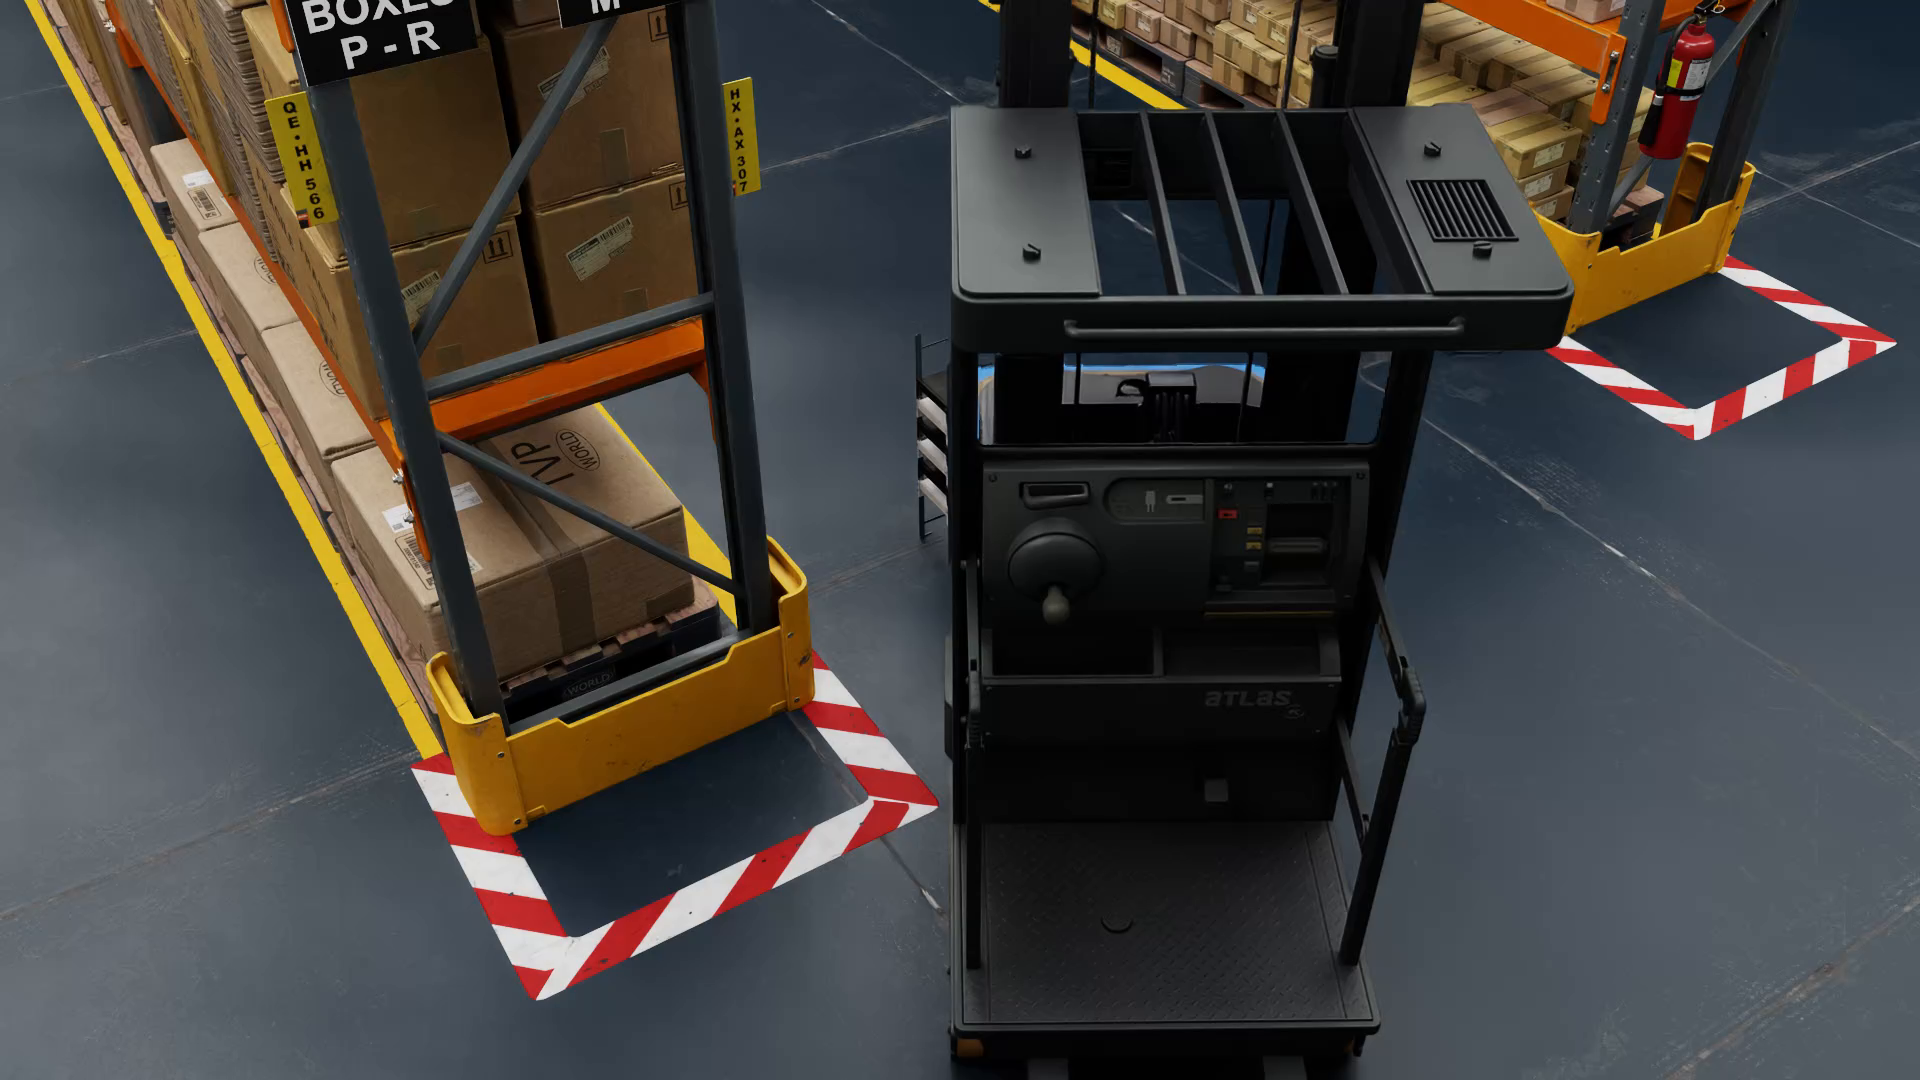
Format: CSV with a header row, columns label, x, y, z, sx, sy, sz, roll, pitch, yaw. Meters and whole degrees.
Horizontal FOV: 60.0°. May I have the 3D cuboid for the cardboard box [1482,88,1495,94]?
label,x,y,z,sx,sy,sz,roll,pitch,yaw
cardboard box,2.685,-2.104,8.098,0.380,0.149,0.250,-22,44,-24

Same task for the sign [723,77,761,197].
label,x,y,z,sx,sy,sz,roll,pitch,yaw
sign,-0.591,-1.076,4.460,0.100,0.325,0.005,-22,45,-24

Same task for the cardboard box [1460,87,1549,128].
label,x,y,z,sx,sy,sz,roll,pitch,yaw
cardboard box,2.472,-1.932,7.660,0.380,0.149,0.250,-21,44,-24

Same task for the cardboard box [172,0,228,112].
label,x,y,z,sx,sy,sz,roll,pitch,yaw
cardboard box,-2.092,-1.666,5.047,0.500,0.500,0.500,-22,45,-25

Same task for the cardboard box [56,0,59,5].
label,x,y,z,sx,sy,sz,roll,pitch,yaw
cardboard box,-5.063,-3.787,9.783,0.875,0.875,0.875,-23,45,-25

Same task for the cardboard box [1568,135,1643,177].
label,x,y,z,sx,sy,sz,roll,pitch,yaw
cardboard box,2.991,-1.835,7.776,0.380,0.149,0.250,-20,44,-23

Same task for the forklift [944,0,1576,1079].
label,x,y,z,sx,sy,sz,roll,pitch,yaw
forklift,0.524,0.081,3.863,1.130,2.935,3.031,0,40,0

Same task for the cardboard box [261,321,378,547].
label,x,y,z,sx,sy,sz,roll,pitch,yaw
cardboard box,-2.001,-0.515,6.198,0.875,0.438,0.875,-21,44,-23

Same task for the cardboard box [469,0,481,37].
label,x,y,z,sx,sy,sz,roll,pitch,yaw
cardboard box,-1.424,-1.322,4.127,0.380,0.149,0.250,-22,44,-24

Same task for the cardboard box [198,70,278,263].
label,x,y,z,sx,sy,sz,roll,pitch,yaw
cardboard box,-2.087,-1.283,5.369,0.500,0.500,0.500,-21,44,-23

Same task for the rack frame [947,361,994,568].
label,x,y,z,sx,sy,sz,roll,pitch,yaw
rack frame,0.059,-0.286,5.891,0.240,0.900,0.006,-22,45,-24

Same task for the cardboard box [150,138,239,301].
label,x,y,z,sx,sy,sz,roll,pitch,yaw
cardboard box,-2.966,-1.485,7.363,0.875,0.438,0.875,-23,45,-25

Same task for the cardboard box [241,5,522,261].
label,x,y,z,sx,sy,sz,roll,pitch,yaw
cardboard box,-1.523,-1.126,4.399,0.500,0.500,0.500,-21,44,-23

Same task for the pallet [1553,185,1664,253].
label,x,y,z,sx,sy,sz,roll,pitch,yaw
pallet,2.609,-1.704,8.130,1.003,0.211,1.213,-22,45,-24

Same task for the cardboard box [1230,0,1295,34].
label,x,y,z,sx,sy,sz,roll,pitch,yaw
cardboard box,1.636,-2.774,8.670,0.380,0.149,0.250,-24,45,-26

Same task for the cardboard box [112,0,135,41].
label,x,y,z,sx,sy,sz,roll,pitch,yaw
cardboard box,-3.182,-2.379,6.684,0.500,0.500,0.500,-21,44,-23

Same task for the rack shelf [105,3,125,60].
label,x,y,z,sx,sy,sz,roll,pitch,yaw
rack shelf,-4.289,-3.487,8.654,1.077,0.370,4.000,-22,45,-24

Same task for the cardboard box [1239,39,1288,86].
label,x,y,z,sx,sy,sz,roll,pitch,yaw
cardboard box,1.668,-2.489,8.561,0.380,0.149,0.250,-22,44,-24

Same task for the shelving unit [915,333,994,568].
label,x,y,z,sx,sy,sz,roll,pitch,yaw
shelving unit,0.004,-0.341,5.957,0.258,0.900,0.210,-22,45,-24

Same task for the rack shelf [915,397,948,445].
label,x,y,z,sx,sy,sz,roll,pitch,yaw
rack shelf,0.004,-0.454,5.863,0.258,0.077,0.200,-22,45,-24

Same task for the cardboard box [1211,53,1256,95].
label,x,y,z,sx,sy,sz,roll,pitch,yaw
cardboard box,1.563,-2.515,8.824,0.380,0.149,0.250,-23,45,-26

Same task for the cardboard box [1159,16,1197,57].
label,x,y,z,sx,sy,sz,roll,pitch,yaw
cardboard box,1.330,-2.822,9.192,0.380,0.149,0.250,-23,45,-25

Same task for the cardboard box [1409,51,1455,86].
label,x,y,z,sx,sy,sz,roll,pitch,yaw
cardboard box,2.139,-2.190,7.969,0.380,0.149,0.250,-24,45,-26

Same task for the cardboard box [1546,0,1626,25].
label,x,y,z,sx,sy,sz,roll,pitch,yaw
cardboard box,2.643,-2.266,6.822,0.380,0.149,0.250,-22,45,-24

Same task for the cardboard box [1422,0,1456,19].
label,x,y,z,sx,sy,sz,roll,pitch,yaw
cardboard box,2.337,-2.682,8.559,0.380,0.149,0.250,-22,44,-24

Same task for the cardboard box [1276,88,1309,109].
label,x,y,z,sx,sy,sz,roll,pitch,yaw
cardboard box,1.841,-2.238,8.491,0.380,0.149,0.250,-21,44,-24

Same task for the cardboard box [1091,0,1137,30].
label,x,y,z,sx,sy,sz,roll,pitch,yaw
cardboard box,0.974,-3.058,9.476,0.380,0.149,0.250,-21,44,-23

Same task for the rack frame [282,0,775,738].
label,x,y,z,sx,sy,sz,roll,pitch,yaw
rack frame,-1.063,-0.525,4.537,1.000,3.000,0.127,-22,45,-24

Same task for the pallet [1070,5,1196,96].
label,x,y,z,sx,sy,sz,roll,pitch,yaw
pallet,1.297,-3.021,9.711,1.003,0.211,1.213,-22,45,-24

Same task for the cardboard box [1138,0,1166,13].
label,x,y,z,sx,sy,sz,roll,pitch,yaw
cardboard box,1.204,-3.092,9.284,0.380,0.149,0.250,-22,45,-25

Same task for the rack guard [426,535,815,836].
label,x,y,z,sx,sy,sz,roll,pitch,yaw
rack guard,-1.050,0.448,5.322,1.175,0.500,0.348,-22,45,-24

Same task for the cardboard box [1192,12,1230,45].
label,x,y,z,sx,sy,sz,roll,pitch,yaw
cardboard box,1.475,-2.789,8.921,0.380,0.149,0.250,-20,44,-22

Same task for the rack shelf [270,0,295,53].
label,x,y,z,sx,sy,sz,roll,pitch,yaw
rack shelf,-2.138,-2.481,5.103,1.077,0.370,4.000,-22,45,-24

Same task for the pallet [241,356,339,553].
label,x,y,z,sx,sy,sz,roll,pitch,yaw
pallet,-2.210,-0.516,6.705,1.003,0.211,1.213,-22,45,-24

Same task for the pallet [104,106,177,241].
label,x,y,z,sx,sy,sz,roll,pitch,yaw
pallet,-3.692,-2.003,8.489,1.003,0.211,1.213,-22,45,-24

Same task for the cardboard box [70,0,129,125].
label,x,y,z,sx,sy,sz,roll,pitch,yaw
cardboard box,-4.107,-2.821,8.624,0.875,0.875,0.875,-21,44,-23

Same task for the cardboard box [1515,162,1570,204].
label,x,y,z,sx,sy,sz,roll,pitch,yaw
cardboard box,2.532,-1.651,7.554,0.380,0.149,0.250,-23,45,-25

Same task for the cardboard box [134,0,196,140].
label,x,y,z,sx,sy,sz,roll,pitch,yaw
cardboard box,-2.653,-1.835,6.031,0.500,0.500,0.500,-22,45,-24

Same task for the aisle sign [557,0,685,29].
label,x,y,z,sx,sy,sz,roll,pitch,yaw
aisle sign,-0.779,-1.585,3.778,0.394,0.787,0.004,-22,45,-24

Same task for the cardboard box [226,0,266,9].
label,x,y,z,sx,sy,sz,roll,pitch,yaw
cardboard box,-1.791,-1.561,4.414,0.380,0.149,0.250,-23,45,-25

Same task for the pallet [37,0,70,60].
label,x,y,z,sx,sy,sz,roll,pitch,yaw
pallet,-5.004,-3.320,10.070,1.003,0.211,1.213,-22,45,-24

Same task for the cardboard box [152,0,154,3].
label,x,y,z,sx,sy,sz,roll,pitch,yaw
cardboard box,-2.629,-2.211,5.701,0.500,0.500,0.500,-21,44,-24

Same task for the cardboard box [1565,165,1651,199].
label,x,y,z,sx,sy,sz,roll,pitch,yaw
cardboard box,3.045,-1.743,7.897,0.380,0.149,0.250,-21,44,-24

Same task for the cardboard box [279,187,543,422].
label,x,y,z,sx,sy,sz,roll,pitch,yaw
cardboard box,-1.545,-0.733,4.708,0.500,0.500,0.500,-22,45,-24

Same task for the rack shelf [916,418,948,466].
label,x,y,z,sx,sy,sz,roll,pitch,yaw
rack shelf,0.004,-0.385,5.920,0.258,0.077,0.200,-22,45,-24

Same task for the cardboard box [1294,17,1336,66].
label,x,y,z,sx,sy,sz,roll,pitch,yaw
cardboard box,1.900,-2.496,8.336,0.380,0.149,0.250,-24,45,-26

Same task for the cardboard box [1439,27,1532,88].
label,x,y,z,sx,sy,sz,roll,pitch,yaw
cardboard box,2.581,-2.371,8.186,0.380,0.149,0.250,-24,46,-26

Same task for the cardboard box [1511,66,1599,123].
label,x,y,z,sx,sy,sz,roll,pitch,yaw
cardboard box,2.812,-2.085,7.844,0.380,0.149,0.250,-21,44,-24

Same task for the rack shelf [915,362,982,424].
label,x,y,z,sx,sy,sz,roll,pitch,yaw
rack shelf,0.004,-0.523,5.805,0.258,0.077,0.200,-22,45,-24
